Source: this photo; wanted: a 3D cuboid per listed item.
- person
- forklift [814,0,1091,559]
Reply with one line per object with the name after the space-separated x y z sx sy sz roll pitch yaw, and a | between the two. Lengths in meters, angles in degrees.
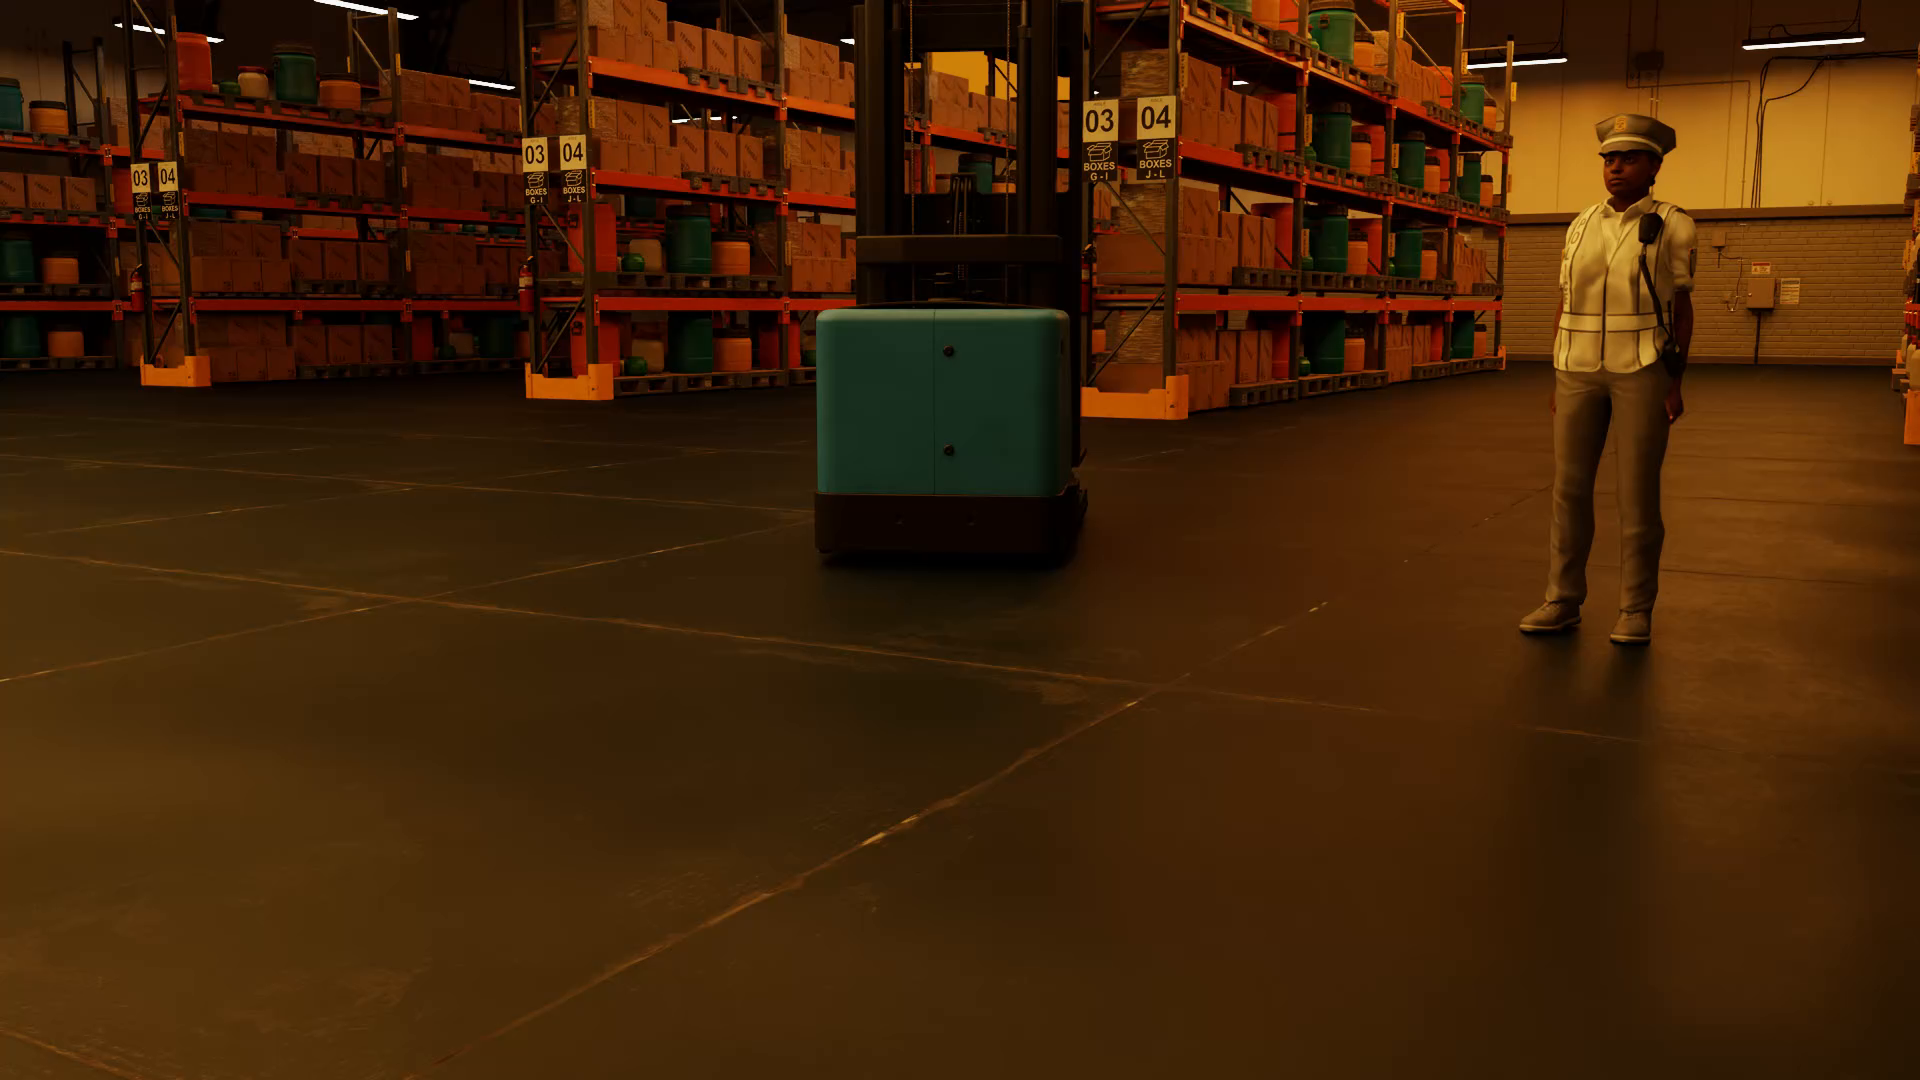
2.135 -0.525 5.445 0.453 1.694 0.352 6 10 37 | person
0.072 -1.535 8.212 1.130 2.935 3.031 1 8 7 | forklift
